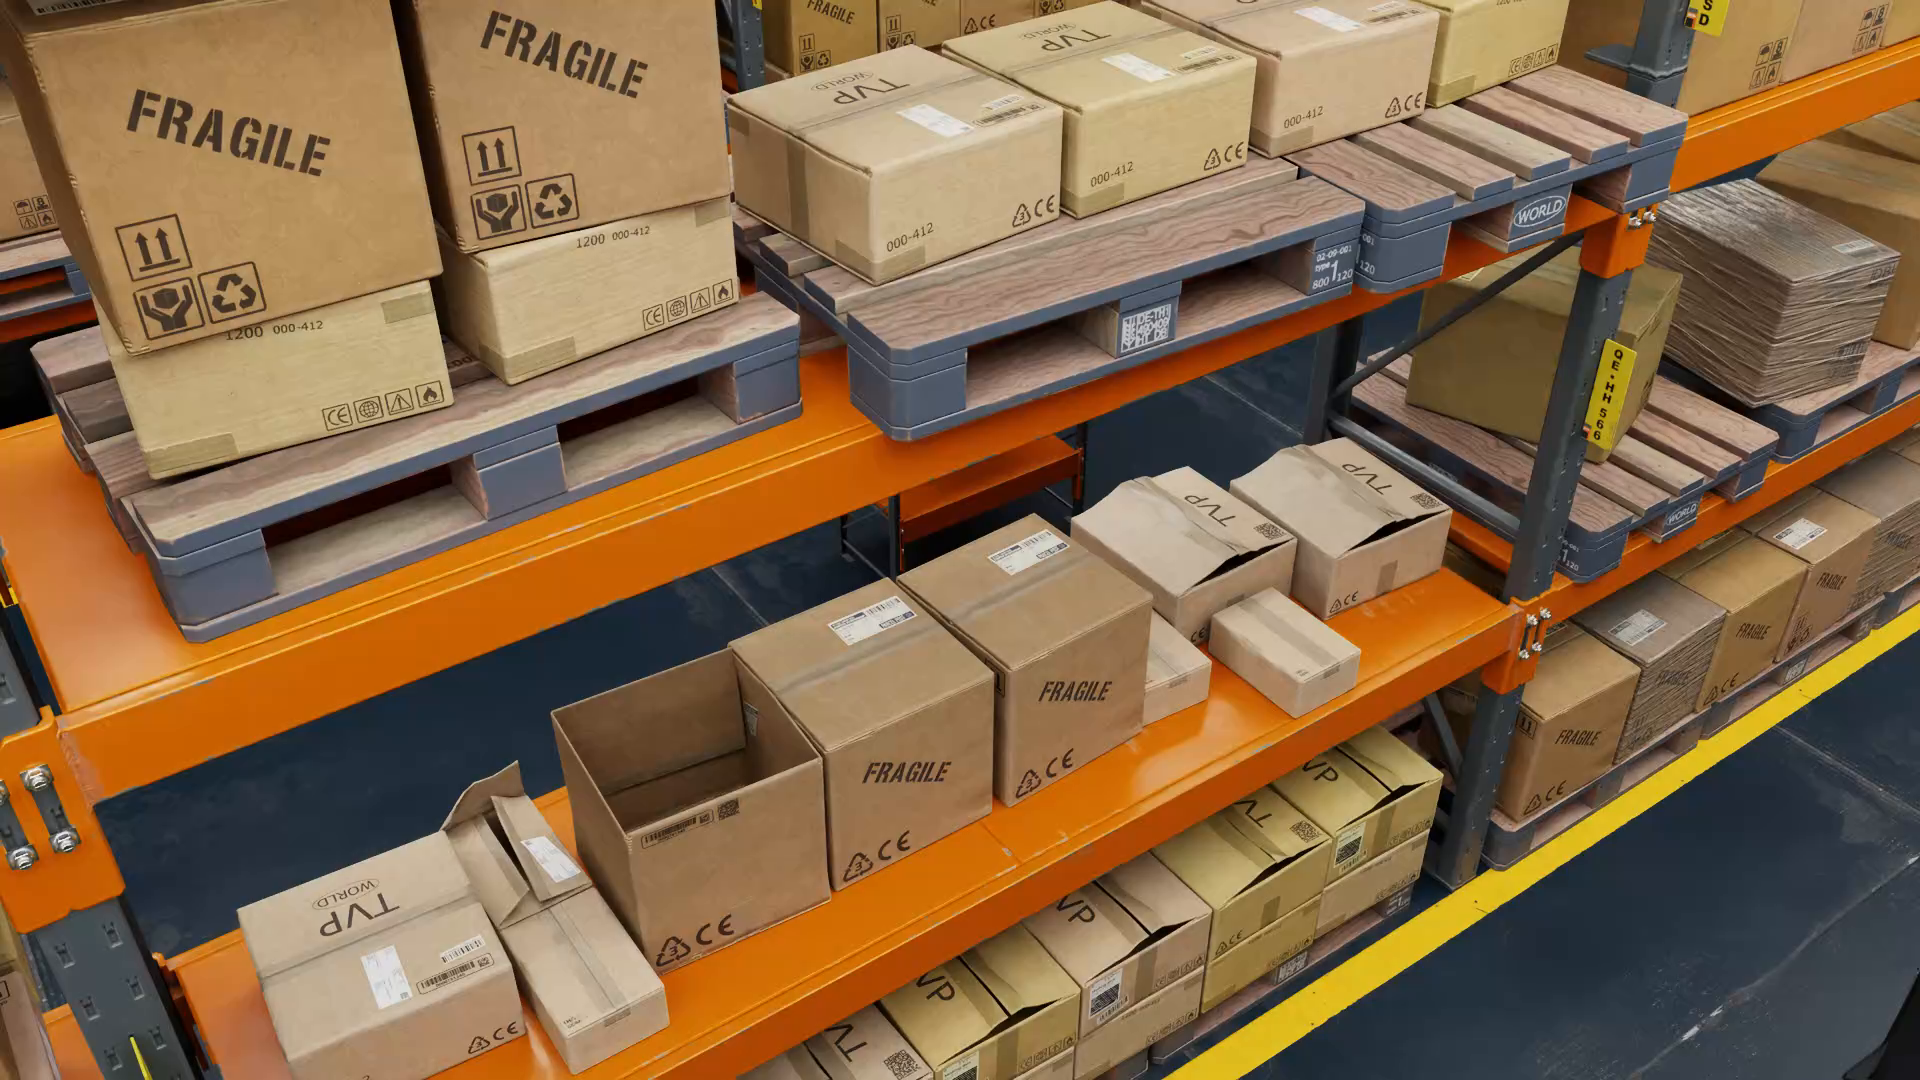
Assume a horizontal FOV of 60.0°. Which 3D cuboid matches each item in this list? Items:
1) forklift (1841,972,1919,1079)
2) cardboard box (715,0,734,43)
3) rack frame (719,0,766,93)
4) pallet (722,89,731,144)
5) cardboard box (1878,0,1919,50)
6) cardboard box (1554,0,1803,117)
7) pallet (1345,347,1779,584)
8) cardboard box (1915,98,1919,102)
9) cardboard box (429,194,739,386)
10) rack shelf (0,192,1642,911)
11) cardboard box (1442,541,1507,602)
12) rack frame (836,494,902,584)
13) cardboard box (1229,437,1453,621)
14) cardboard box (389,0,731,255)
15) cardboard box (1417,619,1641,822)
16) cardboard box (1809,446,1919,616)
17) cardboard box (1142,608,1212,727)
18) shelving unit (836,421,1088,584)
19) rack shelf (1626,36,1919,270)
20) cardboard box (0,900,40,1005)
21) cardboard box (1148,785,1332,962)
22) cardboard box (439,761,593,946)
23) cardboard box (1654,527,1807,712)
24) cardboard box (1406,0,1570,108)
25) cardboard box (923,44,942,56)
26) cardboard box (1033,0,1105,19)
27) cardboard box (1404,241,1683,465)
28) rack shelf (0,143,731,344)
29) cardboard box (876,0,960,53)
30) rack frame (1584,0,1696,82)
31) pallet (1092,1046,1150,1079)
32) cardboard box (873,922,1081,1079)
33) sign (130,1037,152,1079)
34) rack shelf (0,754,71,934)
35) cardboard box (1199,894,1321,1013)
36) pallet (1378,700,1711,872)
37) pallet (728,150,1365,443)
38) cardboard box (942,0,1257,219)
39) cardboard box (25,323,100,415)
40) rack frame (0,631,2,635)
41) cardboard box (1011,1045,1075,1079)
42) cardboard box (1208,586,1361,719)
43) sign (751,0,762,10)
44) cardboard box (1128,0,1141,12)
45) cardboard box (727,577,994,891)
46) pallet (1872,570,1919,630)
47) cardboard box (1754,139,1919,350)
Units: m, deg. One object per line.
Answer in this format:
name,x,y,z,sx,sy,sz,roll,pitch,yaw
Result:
forklift,2.830,1.129,3.670,3.031,2.935,1.130,-21,41,-26
cardboard box,-1.087,-3.024,9.029,0.500,0.500,0.500,-22,41,-28
rack frame,-1.322,-2.570,8.755,0.127,3.000,1.000,-22,41,-28
pallet,-1.843,-2.202,8.407,1.003,0.211,1.213,-22,41,-28
cardboard box,2.714,-1.975,5.272,0.500,0.500,0.910,-22,41,-28
cardboard box,1.872,-1.628,4.790,0.500,0.500,0.910,-22,41,-28
pallet,2.049,-0.391,5.889,1.003,0.211,1.213,-22,41,-28
cardboard box,4.289,-1.711,7.115,0.700,0.500,0.500,22,41,28
cardboard box,-0.778,-0.578,3.184,0.500,0.250,0.500,-27,44,-32
rack shelf,-0.100,-0.460,3.868,4.000,0.370,1.077,-22,41,-28
cardboard box,2.164,0.202,6.664,0.500,0.500,0.500,-21,41,-26
rack frame,-0.410,-0.288,7.187,0.032,1.125,0.500,-22,41,-28
cardboard box,1.213,-0.069,5.354,0.500,0.311,0.500,-20,40,-25
cardboard box,-0.756,-0.885,2.969,0.500,0.500,0.500,-18,40,-24
cardboard box,2.072,0.612,6.094,0.500,0.500,0.500,-21,41,-26
cardboard box,3.747,-0.083,7.060,0.500,0.500,0.500,-22,41,-27
cardboard box,0.525,0.351,4.909,0.250,0.149,0.380,-19,40,-25
shelving unit,0.006,-0.459,7.425,1.048,1.125,0.538,-22,41,-28
rack shelf,3.170,-1.806,5.739,4.000,0.370,1.077,-22,41,-28
cardboard box,-2.066,0.832,3.383,0.250,0.149,0.380,-22,41,-28
cardboard box,0.828,0.983,5.330,0.500,0.311,0.500,-23,42,-29
cardboard box,-1.122,0.809,4.171,0.258,0.266,0.396,-23,42,-29
cardboard box,2.909,0.267,6.573,0.500,0.500,0.500,-23,42,-28
cardboard box,1.197,-1.355,4.265,0.500,0.250,0.500,-26,43,-31
cardboard box,-0.308,-2.749,9.202,0.250,0.149,0.380,-23,42,-28
cardboard box,0.484,-3.298,9.409,0.500,0.500,0.500,-21,41,-27
cardboard box,1.985,-0.684,5.687,0.700,0.500,0.500,23,41,28
rack shelf,-2.956,-1.605,8.029,4.000,0.370,1.077,-22,41,-28
cardboard box,-0.344,-2.953,8.929,0.500,0.500,0.500,-21,41,-26
rack frame,1.535,-2.643,3.717,0.127,3.000,1.000,-22,41,-28
pallet,-0.157,1.591,5.357,1.213,0.211,1.003,-22,41,-28
cardboard box,0.003,1.319,4.863,0.500,0.311,0.500,-21,41,-27
sign,-1.414,1.019,2.955,0.005,0.325,0.100,-22,41,-28
rack shelf,-3.369,0.885,1.997,4.000,0.370,1.077,-22,41,-28
cardboard box,0.826,1.207,5.498,0.500,0.250,0.500,-23,42,-28
pallet,2.167,0.692,6.607,1.213,0.211,1.003,-22,41,-28
pallet,0.119,-0.700,3.747,1.213,0.211,1.003,-20,40,-26
cardboard box,0.304,-0.983,3.748,0.500,0.250,0.500,-23,42,-29
cardboard box,-3.999,-0.644,7.840,0.500,0.500,0.700,-21,41,-26
rack frame,-1.735,-1.297,1.847,0.127,3.000,1.000,-22,41,-28
cardboard box,-0.005,1.549,5.022,0.500,0.250,0.500,-22,41,-27
cardboard box,0.959,0.329,4.938,0.250,0.149,0.380,-22,41,-28
sign,-1.001,-2.752,8.084,0.005,0.325,0.100,-22,41,-28
cardboard box,0.984,-3.244,9.889,0.250,0.149,0.380,-22,41,-28
cardboard box,-0.257,0.501,4.398,0.500,0.500,0.500,-22,41,-28
pallet,4.162,-0.129,7.748,1.213,0.211,1.003,-22,41,-28
cardboard box,3.396,-1.140,6.321,0.700,0.500,0.500,26,43,32
